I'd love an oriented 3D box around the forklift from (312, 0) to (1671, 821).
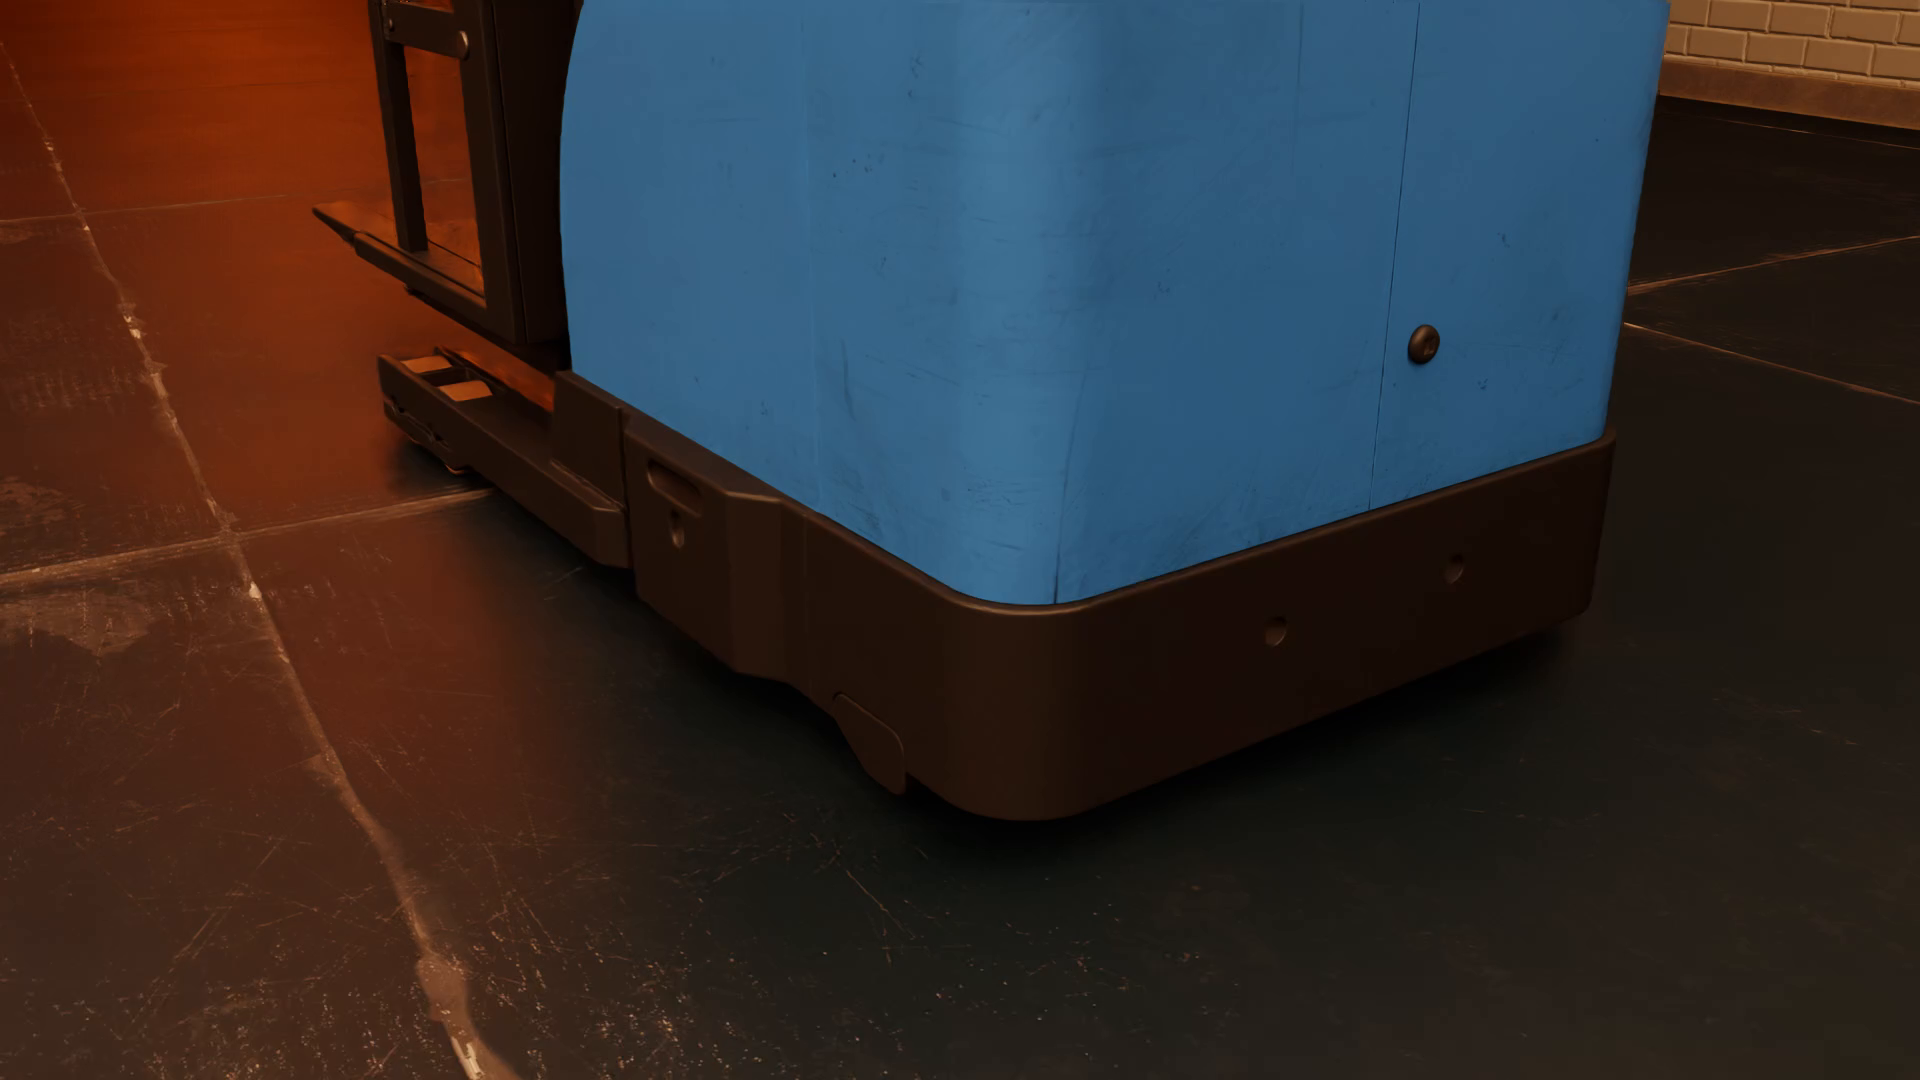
[{"bbox_3d":[-0.408,-1.563,2.583,1.130,2.935,3.031,-15,27,-33],"label":"forklift"}]
